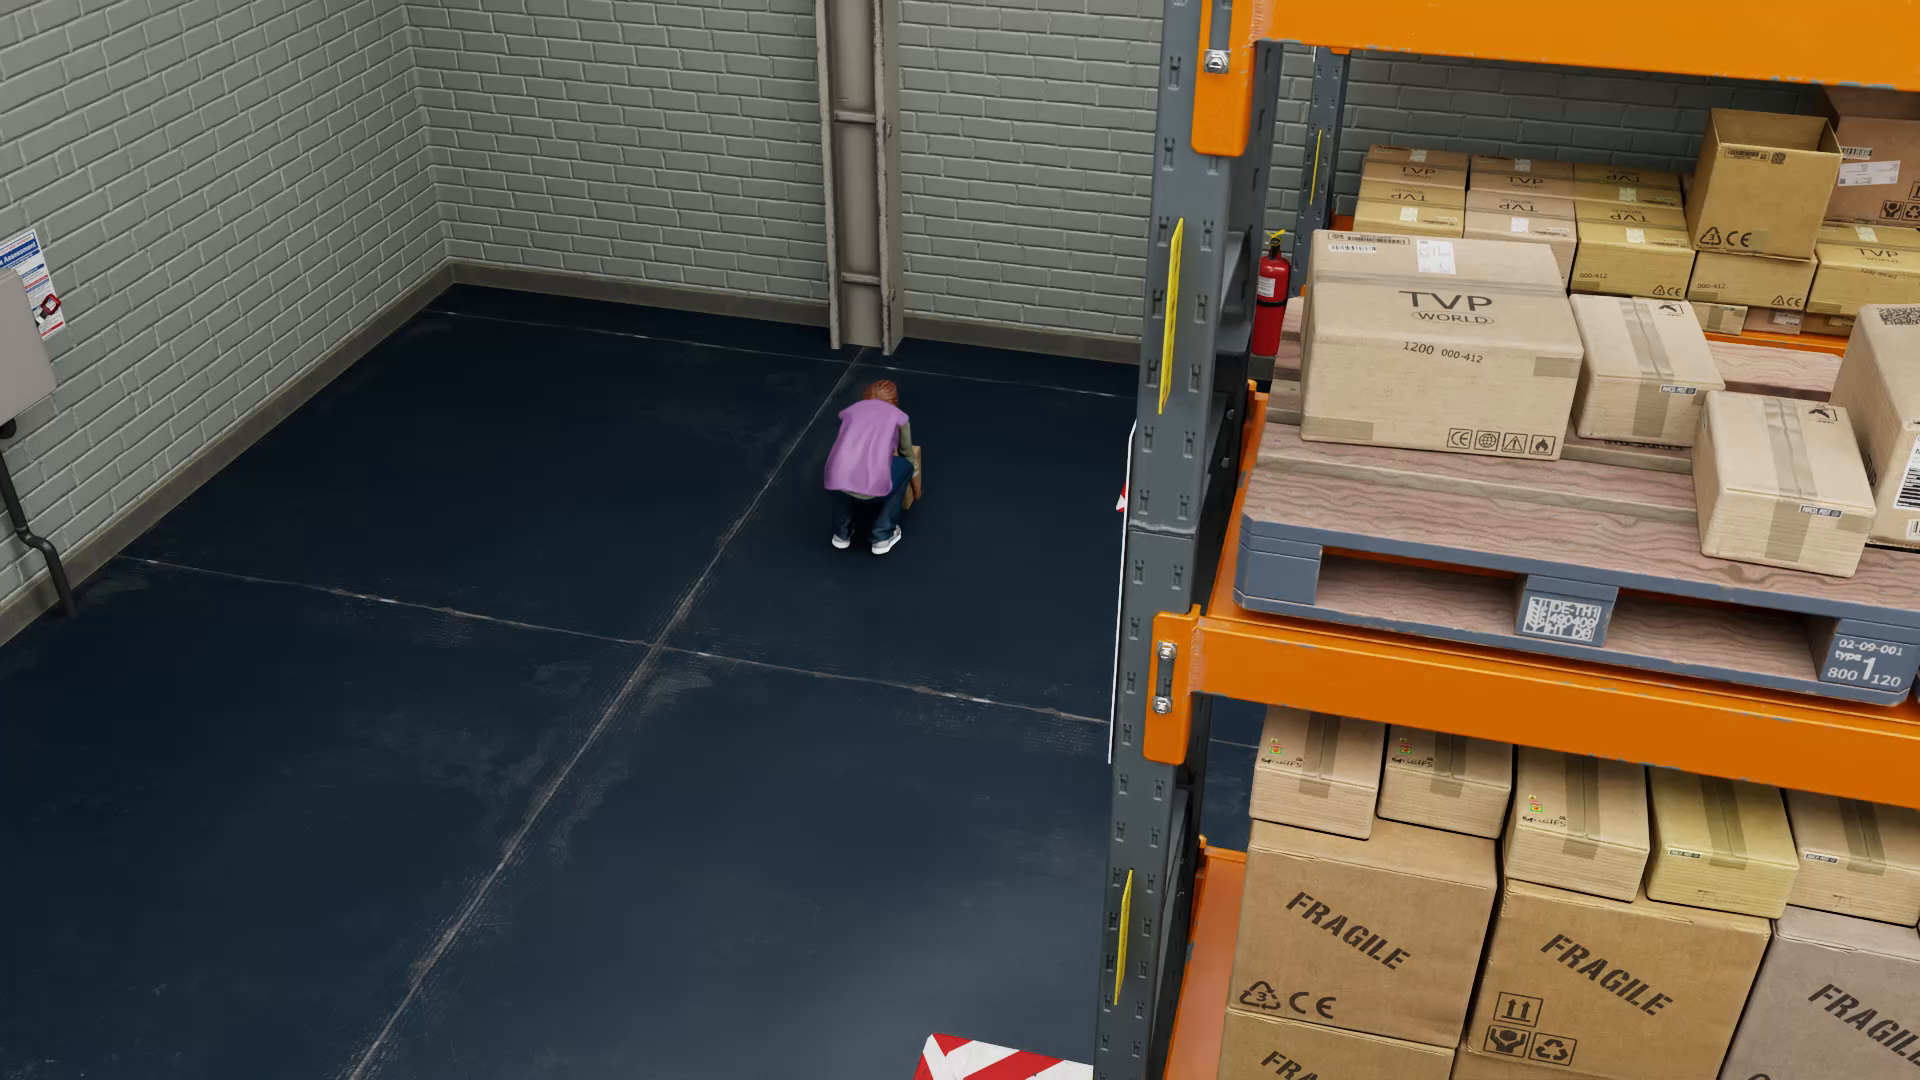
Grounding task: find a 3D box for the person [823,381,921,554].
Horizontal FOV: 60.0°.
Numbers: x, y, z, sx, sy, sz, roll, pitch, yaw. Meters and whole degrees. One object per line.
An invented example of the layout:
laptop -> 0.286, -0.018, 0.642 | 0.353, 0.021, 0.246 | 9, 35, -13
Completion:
person -> -0.455, -0.353, 8.535 | 0.421, 0.698, 0.863 | 7, 34, 11
